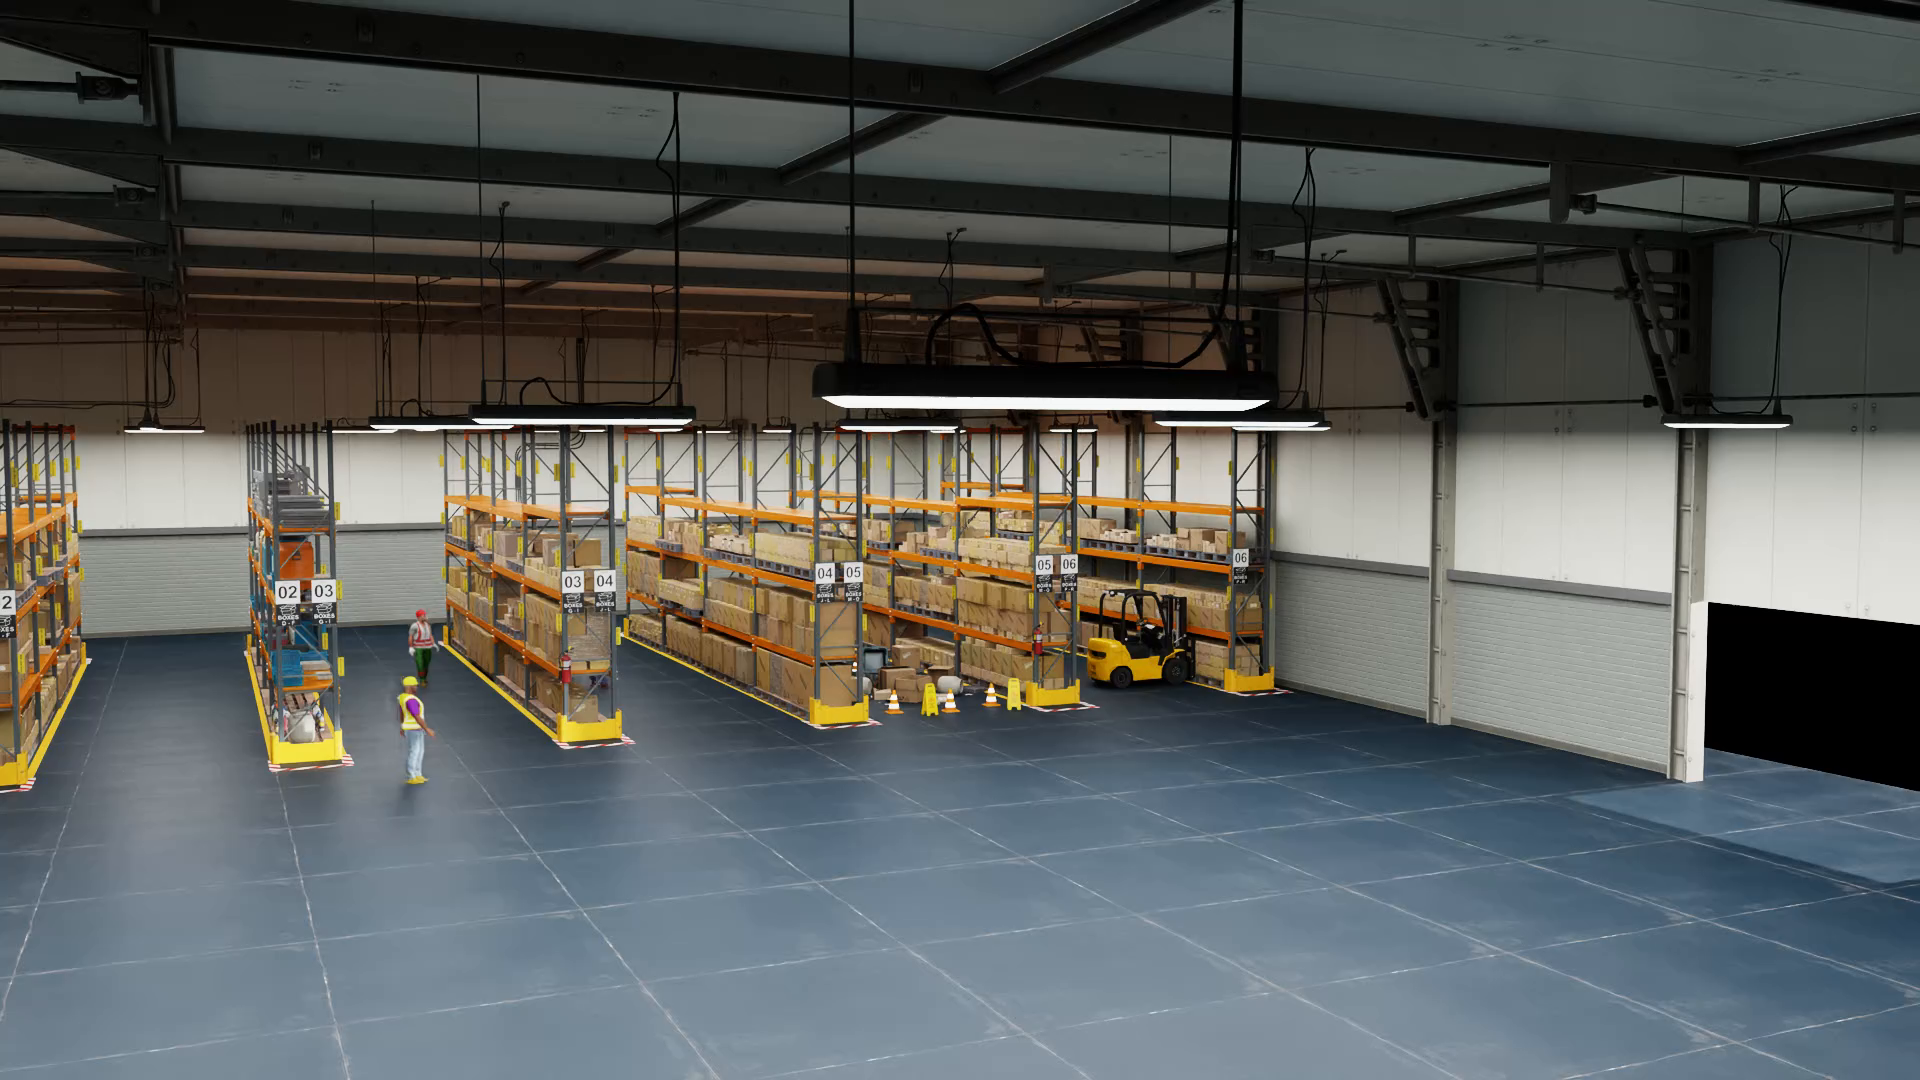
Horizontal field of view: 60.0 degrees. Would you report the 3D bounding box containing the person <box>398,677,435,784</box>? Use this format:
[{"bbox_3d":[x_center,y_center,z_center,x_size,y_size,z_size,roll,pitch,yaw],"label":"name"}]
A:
[{"bbox_3d":[-8.955,3.141,27.405,0.650,1.794,0.624,0,4,-8],"label":"person"}]

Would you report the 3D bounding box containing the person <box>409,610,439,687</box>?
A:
[{"bbox_3d":[-12.233,2.461,37.946,0.652,1.737,1.051,-2,4,-26],"label":"person"}]

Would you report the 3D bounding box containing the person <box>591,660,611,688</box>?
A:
[{"bbox_3d":[-8.129,2.555,37.780,0.482,1.634,0.529,2,4,26],"label":"person"}]
